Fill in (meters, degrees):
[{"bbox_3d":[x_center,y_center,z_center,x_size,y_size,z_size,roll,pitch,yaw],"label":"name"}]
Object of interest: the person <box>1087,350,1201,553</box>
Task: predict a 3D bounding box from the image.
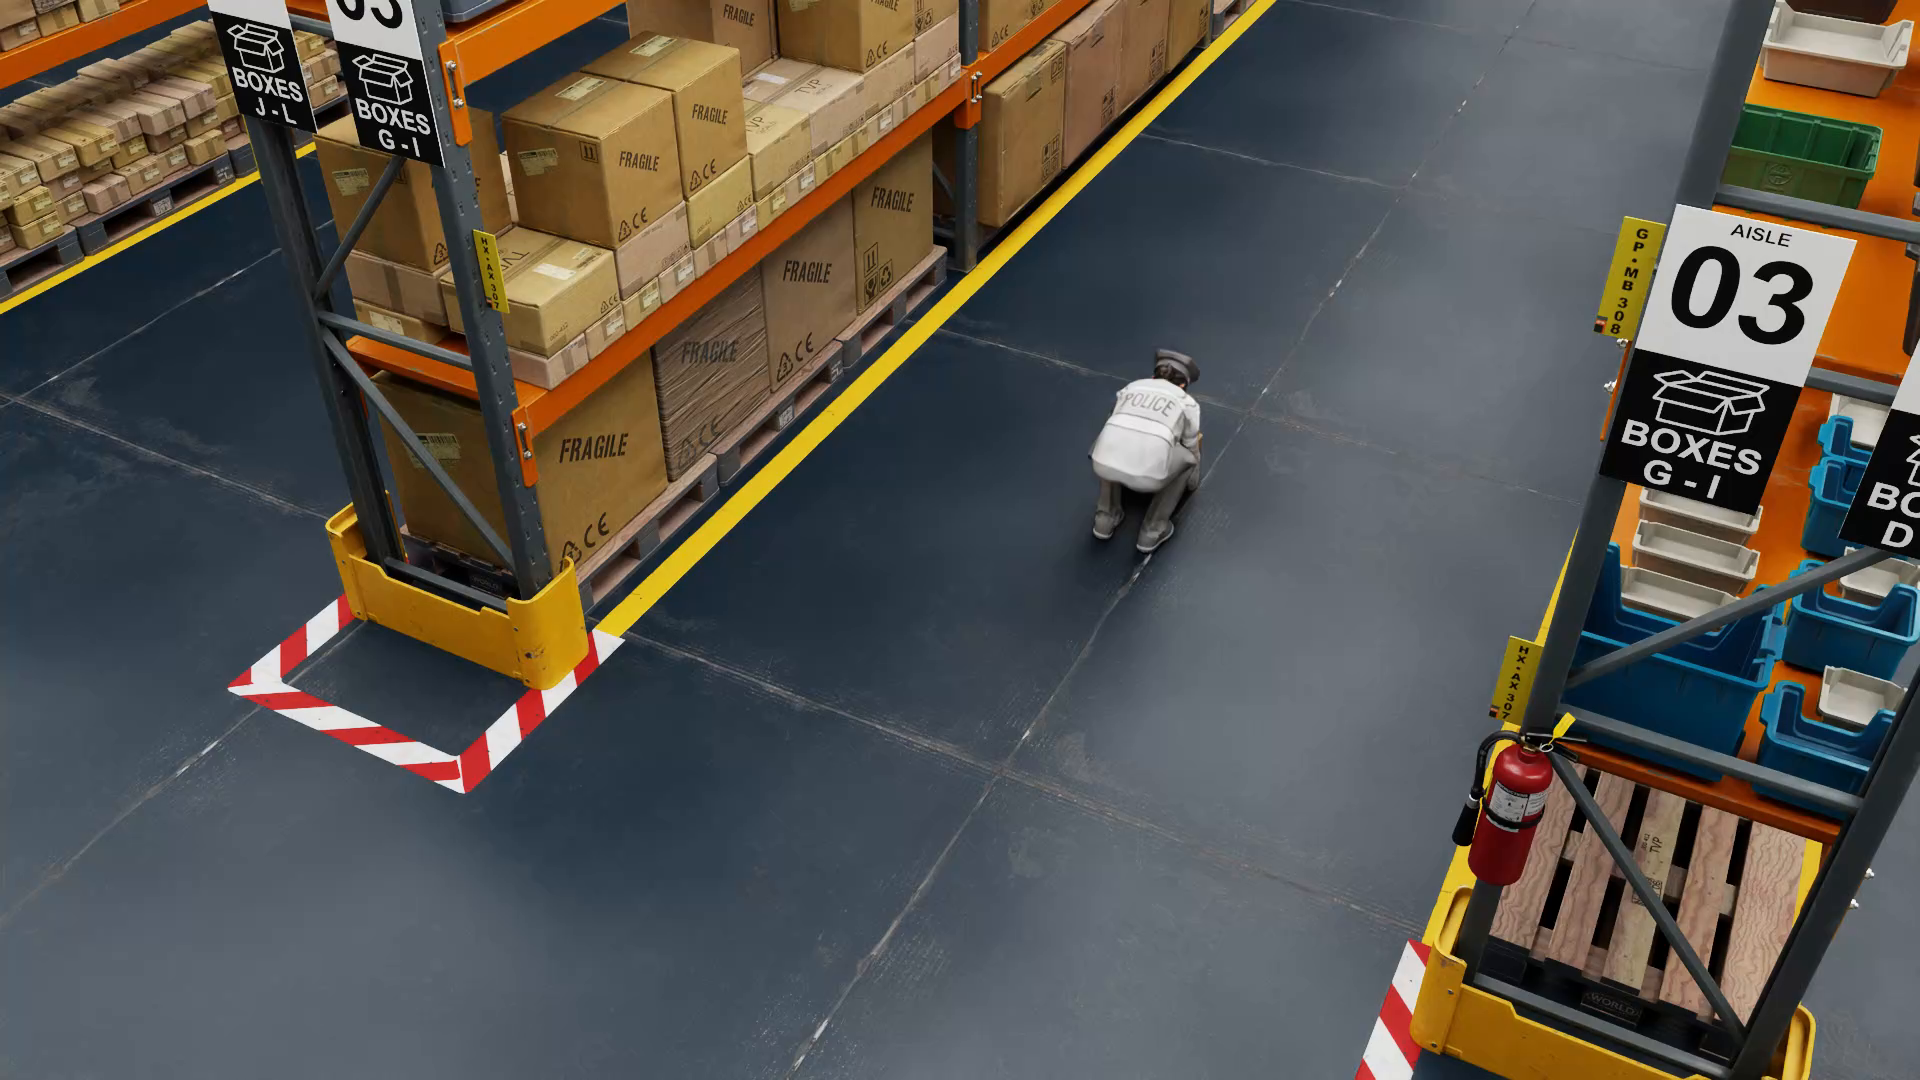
[{"bbox_3d":[0.914,-0.420,8.038,0.456,0.760,0.915,17,41,20],"label":"person"}]
